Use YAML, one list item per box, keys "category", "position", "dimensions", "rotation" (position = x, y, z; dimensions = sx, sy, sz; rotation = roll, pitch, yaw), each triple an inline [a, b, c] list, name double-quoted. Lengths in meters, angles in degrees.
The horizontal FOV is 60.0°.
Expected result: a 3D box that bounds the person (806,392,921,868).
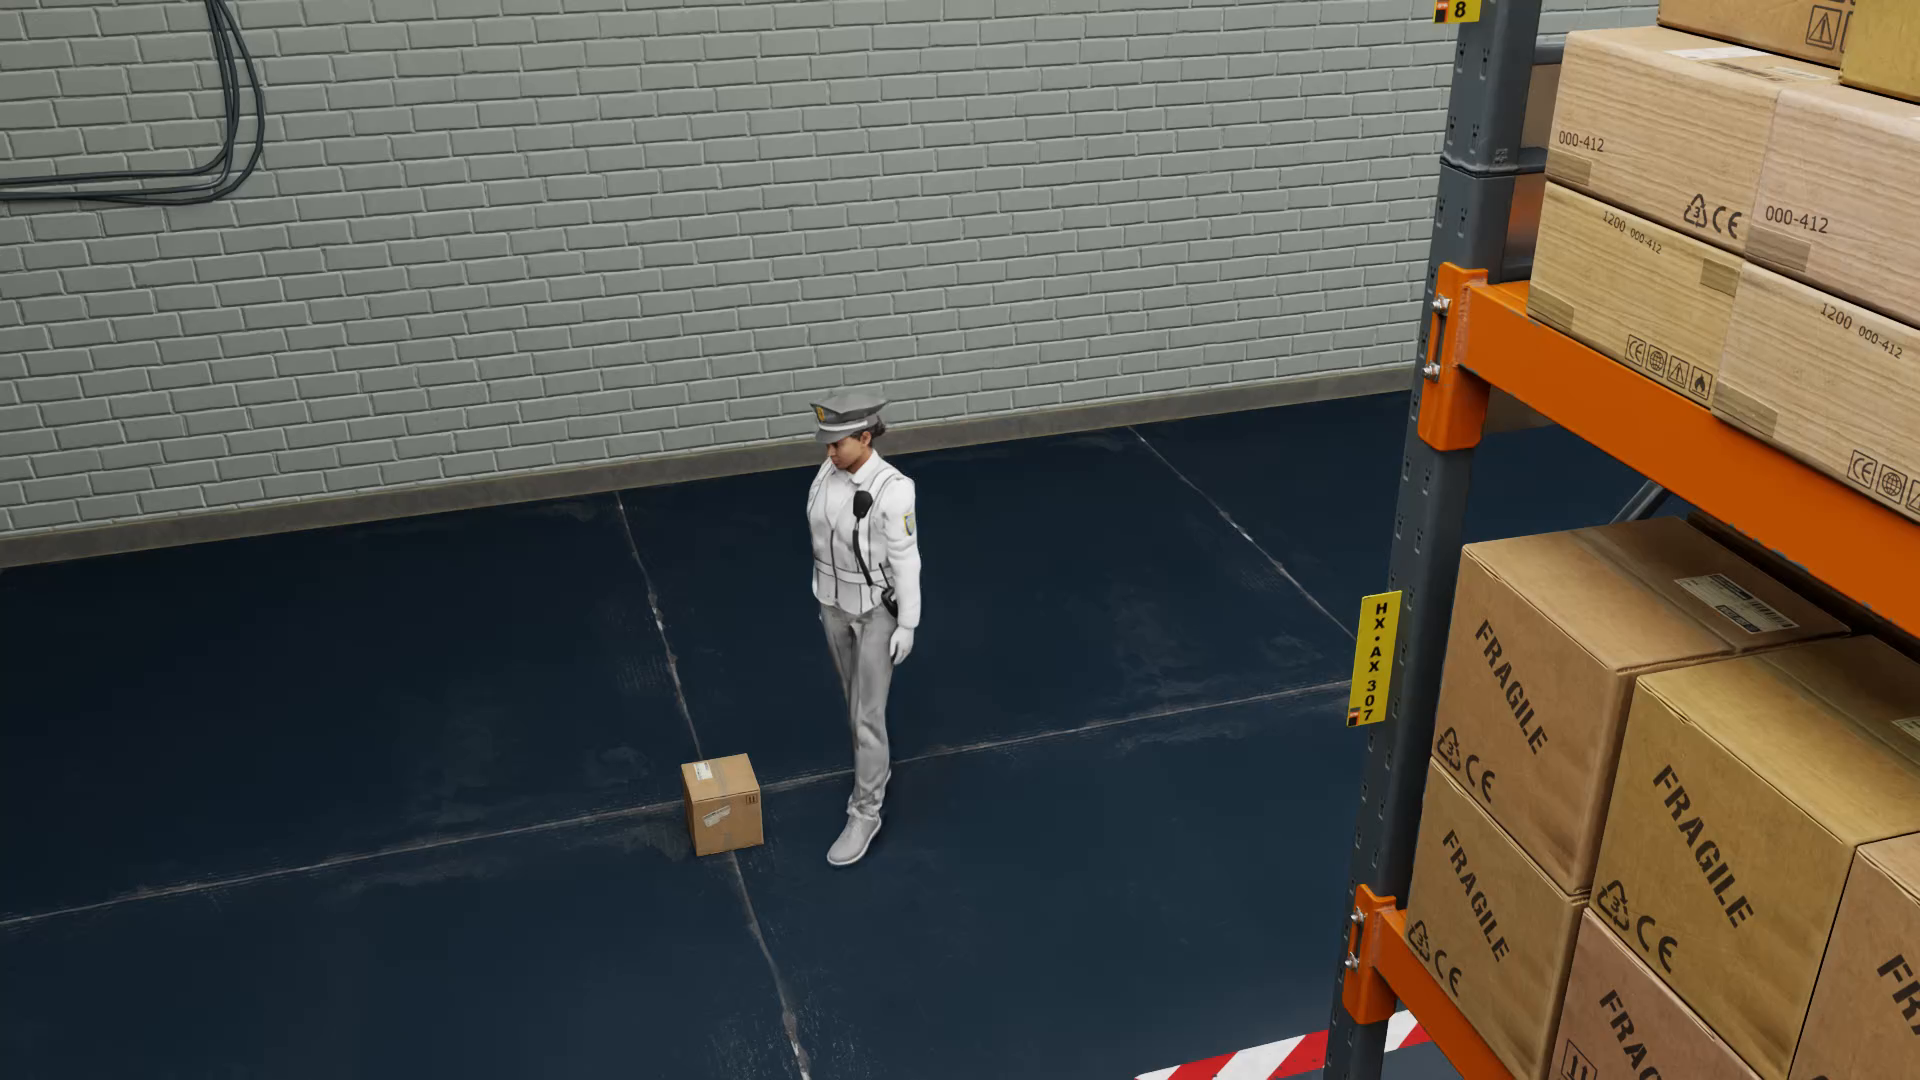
- category: "person"
  position: [-0.430, 0.298, 5.998]
  dimensions: [0.512, 1.662, 0.580]
  rotation: [20, 33, 34]
